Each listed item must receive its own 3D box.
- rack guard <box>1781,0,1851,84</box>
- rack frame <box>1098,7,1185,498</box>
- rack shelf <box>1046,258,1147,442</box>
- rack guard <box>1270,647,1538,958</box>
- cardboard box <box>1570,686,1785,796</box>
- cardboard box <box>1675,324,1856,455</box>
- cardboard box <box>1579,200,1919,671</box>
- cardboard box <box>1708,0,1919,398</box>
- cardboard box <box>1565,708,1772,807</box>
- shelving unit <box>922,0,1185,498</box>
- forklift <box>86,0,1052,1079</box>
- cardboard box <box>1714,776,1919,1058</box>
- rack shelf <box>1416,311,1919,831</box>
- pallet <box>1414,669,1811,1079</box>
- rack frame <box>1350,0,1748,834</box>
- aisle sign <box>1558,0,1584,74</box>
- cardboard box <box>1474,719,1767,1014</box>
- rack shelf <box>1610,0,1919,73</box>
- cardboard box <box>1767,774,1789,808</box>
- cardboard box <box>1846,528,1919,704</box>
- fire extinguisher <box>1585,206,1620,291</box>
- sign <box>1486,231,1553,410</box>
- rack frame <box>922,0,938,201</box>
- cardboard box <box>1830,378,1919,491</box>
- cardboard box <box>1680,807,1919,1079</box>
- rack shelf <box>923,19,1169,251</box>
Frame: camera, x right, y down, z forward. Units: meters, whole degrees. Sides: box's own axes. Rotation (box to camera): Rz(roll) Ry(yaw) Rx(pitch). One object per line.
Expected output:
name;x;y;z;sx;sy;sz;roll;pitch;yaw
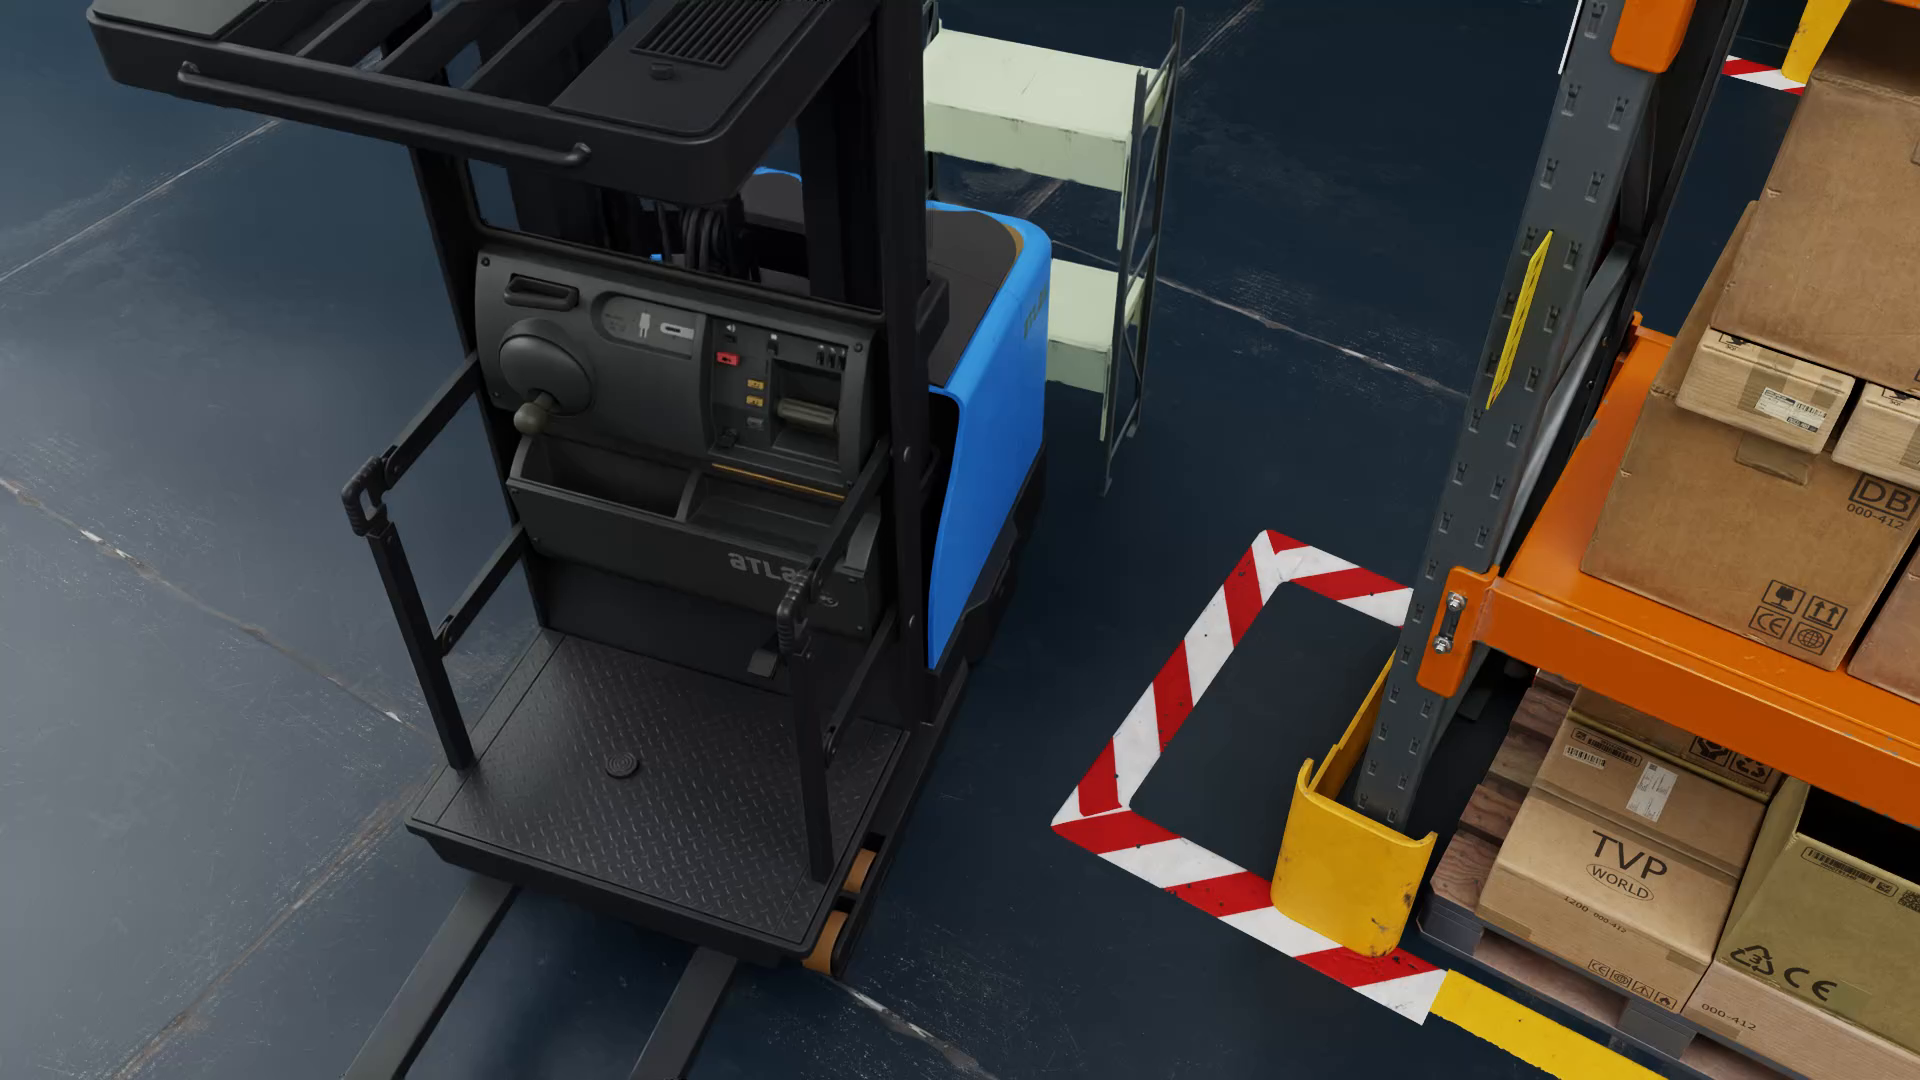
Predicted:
rack guard;4.001;-2.468;7.300;0.348;0.500;1.175;25;51;22
rack frame;0.533;-0.804;4.978;0.023;1.500;0.400;15;46;14
rack shelf;0.189;-0.665;5.297;0.720;0.370;0.431;15;46;14
rack guard;1.245;0.485;4.430;0.348;0.500;1.175;25;51;22
cardboard box;1.878;0.202;4.064;0.500;0.500;0.500;25;51;22
cardboard box;1.480;-0.356;2.982;0.250;0.149;0.380;24;51;22
cardboard box;1.652;-0.223;3.306;0.500;0.500;0.700;25;51;22
cardboard box;1.696;-0.655;2.821;0.500;0.500;0.700;25;51;22
cardboard box;1.877;0.464;4.332;0.500;0.250;0.500;25;51;22
shelving unit;0.191;-0.897;5.069;0.755;1.500;0.431;15;46;14
forklift;-0.704;-0.271;3.470;1.130;2.935;3.031;14;48;14
cardboard box;2.019;0.708;3.572;0.500;0.500;0.500;25;51;22
rack shelf;2.949;0.648;3.030;4.000;0.370;1.077;25;51;22
pallet;1.932;0.866;4.262;1.213;0.211;1.003;25;51;22
rack frame;1.266;-0.377;3.525;0.127;3.000;1.000;25;51;22
aisle sign;1.045;-1.123;2.437;0.004;0.787;0.394;25;51;22
cardboard box;1.597;0.777;4.028;0.500;0.250;0.500;25;51;22
rack shelf;2.949;-0.397;1.954;4.000;0.370;1.077;25;51;22
cardboard box;2.304;0.651;4.151;0.500;0.250;0.500;25;51;22
cardboard box;2.096;-0.023;3.111;0.500;0.500;0.700;26;51;23
fire extinguisher;1.417;-0.676;3.869;0.183;0.674;0.296;25;51;22
sign;0.961;-0.373;2.862;0.005;0.325;0.100;25;51;22
rack frame;-0.151;-0.991;5.160;0.023;1.500;0.400;15;46;14
cardboard box;1.703;-0.255;2.884;0.250;0.149;0.380;23;50;21
cardboard box;2.020;0.968;3.842;0.500;0.250;0.500;25;51;22
rack shelf;0.195;-1.176;4.795;0.720;0.370;0.431;15;46;14
